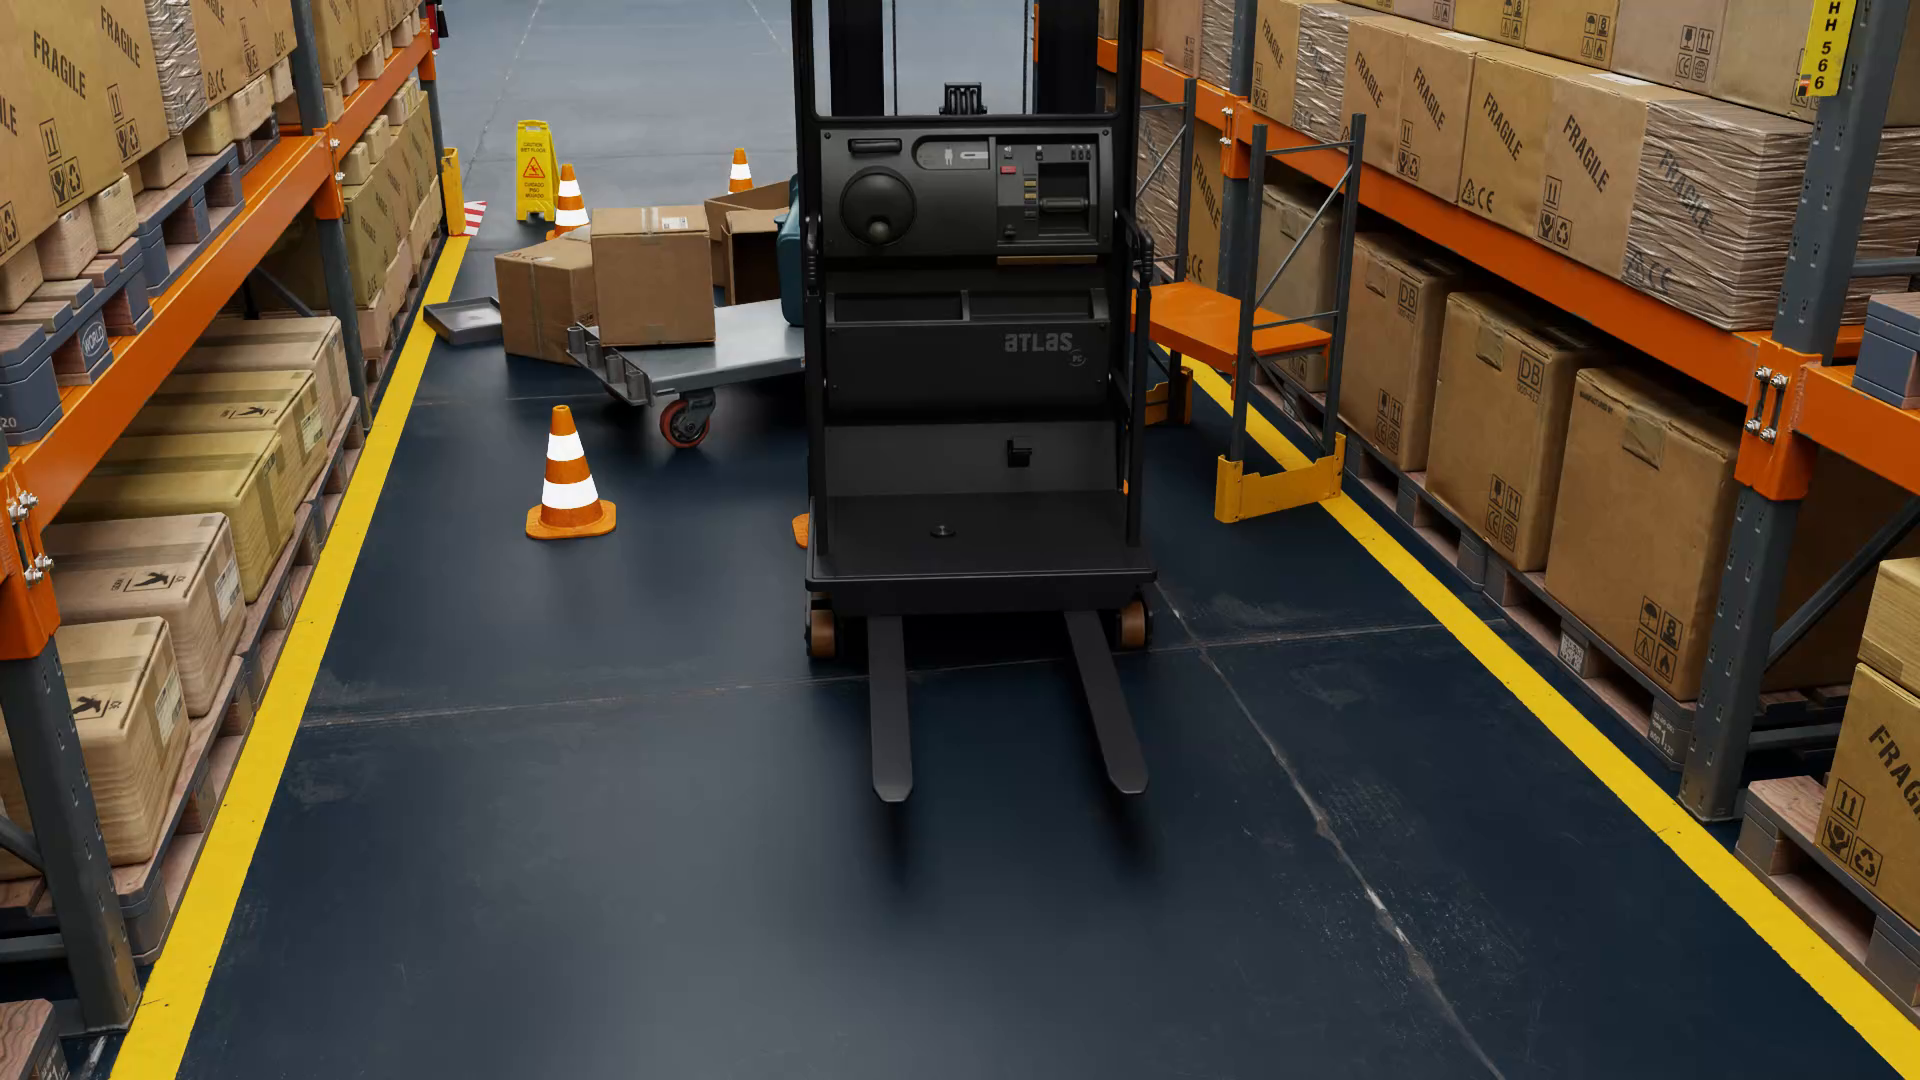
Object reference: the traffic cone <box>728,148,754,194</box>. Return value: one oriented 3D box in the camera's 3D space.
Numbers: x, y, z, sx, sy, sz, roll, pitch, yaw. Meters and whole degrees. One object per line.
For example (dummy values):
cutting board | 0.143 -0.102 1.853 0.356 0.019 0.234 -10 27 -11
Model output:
traffic cone | -1.468 -2.385 11.133 0.336 0.463 0.334 -4 24 -10

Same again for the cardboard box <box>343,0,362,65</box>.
cardboard box | -3.027 -2.404 7.510 0.500 0.500 0.500 -4 24 -10

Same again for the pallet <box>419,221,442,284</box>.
pallet | -3.714 -1.776 10.052 1.003 0.211 1.213 -4 24 -10

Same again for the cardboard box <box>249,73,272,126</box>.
cardboard box | -2.623 -1.524 5.780 0.380 0.149 0.250 -5 24 -11

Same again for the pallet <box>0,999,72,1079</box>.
pallet | -2.292 1.335 2.930 1.003 0.211 1.213 -4 24 -10

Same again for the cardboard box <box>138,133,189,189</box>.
cardboard box | -2.493 -1.117 4.849 0.380 0.149 0.250 -4 24 -8

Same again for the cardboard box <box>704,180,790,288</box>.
cardboard box | -1.031 -1.758 9.647 0.637 0.503 0.797 18 29 36

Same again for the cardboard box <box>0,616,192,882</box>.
cardboard box | -2.459 0.530 4.048 0.950 0.372 0.625 -6 24 -13

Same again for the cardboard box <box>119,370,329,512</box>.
cardboard box | -2.868 -0.332 6.021 0.950 0.372 0.625 -3 24 -6

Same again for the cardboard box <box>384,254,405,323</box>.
cardboard box | -3.057 -1.226 8.220 0.500 0.250 0.500 -3 24 -7

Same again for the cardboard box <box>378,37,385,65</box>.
cardboard box | -3.148 -2.466 8.462 0.380 0.149 0.250 -4 24 -10

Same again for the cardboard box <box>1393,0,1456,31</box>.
cardboard box | 2.030 -2.147 6.043 0.700 0.500 0.500 -4 24 -9

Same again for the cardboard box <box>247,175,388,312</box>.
cardboard box | -2.948 -1.360 7.591 0.500 0.500 0.500 -3 24 -7

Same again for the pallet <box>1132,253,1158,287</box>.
pallet | 1.449 -1.746 9.985 1.003 0.211 1.213 -4 24 -10

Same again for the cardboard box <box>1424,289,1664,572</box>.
cardboard box | 2.293 -0.416 5.742 1.050 0.750 0.750 -4 24 -9

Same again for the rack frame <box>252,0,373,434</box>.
rack frame | -3.104 -1.832 6.698 1.000 3.000 0.127 -4 24 -10

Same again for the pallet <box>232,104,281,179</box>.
pallet | -3.105 -1.433 6.023 1.003 0.211 1.213 -4 24 -10

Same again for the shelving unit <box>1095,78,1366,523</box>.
shelving unit | 1.010 -0.994 6.652 0.587 1.500 1.083 -13 27 -27

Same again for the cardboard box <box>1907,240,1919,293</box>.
cardboard box | 2.664 -0.907 4.455 0.500 0.500 0.500 -4 24 -9

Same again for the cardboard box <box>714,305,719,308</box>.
cardboard box | -1.145 -1.059 8.342 0.396 0.266 0.258 18 29 36

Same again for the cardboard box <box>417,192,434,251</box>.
cardboard box | -3.342 -1.836 9.616 0.500 0.250 0.500 -4 24 -10

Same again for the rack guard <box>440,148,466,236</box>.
rack guard | -3.829 -2.230 10.732 1.175 0.500 0.348 -4 24 -10

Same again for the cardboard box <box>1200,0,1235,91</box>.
cardboard box | 1.662 -2.451 7.928 0.875 0.550 0.550 -4 24 -10

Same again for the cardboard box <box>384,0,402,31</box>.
cardboard box | -3.295 -3.000 8.875 0.500 0.500 0.500 -4 24 -10

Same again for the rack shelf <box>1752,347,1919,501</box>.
rack shelf | 2.852 0.451 2.368 1.077 0.370 4.000 -4 24 -10

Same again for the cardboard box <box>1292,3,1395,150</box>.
cardboard box | 1.669 -1.859 6.634 0.500 0.500 0.500 -4 24 -9

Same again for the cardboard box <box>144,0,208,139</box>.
cardboard box | -2.513 -1.438 4.773 0.500 0.500 0.500 -5 24 -12

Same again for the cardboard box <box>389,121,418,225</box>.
cardboard box | -3.253 -1.982 9.014 0.500 0.500 0.500 -5 24 -11

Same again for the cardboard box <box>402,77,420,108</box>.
cardboard box | -3.305 -2.544 9.490 0.380 0.149 0.250 -4 24 -8

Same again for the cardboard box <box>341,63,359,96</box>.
cardboard box | -3.035 -2.162 7.767 0.380 0.149 0.250 -4 24 -8

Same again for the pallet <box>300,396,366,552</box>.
pallet | -2.958 -0.248 6.555 1.003 0.211 1.213 -4 24 -10

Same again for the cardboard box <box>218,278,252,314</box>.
cardboard box | -3.477 -1.321 7.501 0.500 0.500 0.500 -5 24 -10

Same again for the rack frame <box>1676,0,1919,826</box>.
rack frame | 2.482 -0.665 4.025 1.000 3.000 0.127 -4 24 -10

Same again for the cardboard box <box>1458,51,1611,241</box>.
cardboard box | 1.951 -1.261 5.265 0.500 0.500 0.500 -5 24 -11

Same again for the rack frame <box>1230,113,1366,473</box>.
rack frame | 1.256 -0.820 6.254 0.500 1.500 0.032 -13 27 -27

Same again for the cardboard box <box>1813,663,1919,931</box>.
cardboard box | 2.362 0.585 3.761 0.500 0.500 0.500 -5 24 -12

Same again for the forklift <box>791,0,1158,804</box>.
forklift | 0.040 -1.093 5.091 1.130 2.935 3.031 -1 24 -3

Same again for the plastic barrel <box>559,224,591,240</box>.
plastic barrel | -1.974 -1.525 9.212 0.512 0.421 0.421 13 27 27

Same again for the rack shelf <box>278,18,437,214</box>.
rack shelf | -3.474 -2.289 8.643 1.077 0.370 4.000 -4 24 -10

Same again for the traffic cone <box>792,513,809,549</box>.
traffic cone | -0.462 -0.246 6.234 0.336 0.463 0.334 -4 24 -10

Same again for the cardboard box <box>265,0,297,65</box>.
cardboard box | -2.793 -2.042 6.157 0.500 0.500 0.500 -5 24 -11

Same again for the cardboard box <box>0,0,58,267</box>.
cardboard box | -2.220 -0.828 3.376 0.500 0.500 0.500 -5 24 -11

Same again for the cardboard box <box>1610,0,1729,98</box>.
cardboard box | 2.314 -1.545 4.666 0.700 0.500 0.500 -5 24 -11

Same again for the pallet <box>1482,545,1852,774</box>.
pallet | 2.410 0.297 5.306 1.003 0.211 1.213 -4 24 -10

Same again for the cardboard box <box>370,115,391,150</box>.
cardboard box | -3.061 -2.019 8.288 0.380 0.149 0.250 -3 24 -7

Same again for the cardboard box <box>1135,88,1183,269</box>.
cardboard box | 1.524 -2.064 9.358 0.875 0.875 0.875 -4 24 -9

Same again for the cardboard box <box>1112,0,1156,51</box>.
cardboard box | 1.358 -3.088 9.386 0.875 0.550 0.500 -4 24 -10

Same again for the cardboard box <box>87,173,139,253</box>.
cardboard box | -2.297 -0.812 4.151 0.380 0.149 0.250 -4 24 -9

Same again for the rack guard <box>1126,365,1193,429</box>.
rack guard | 0.764 -0.595 7.299 0.587 0.250 0.087 -13 27 -27
